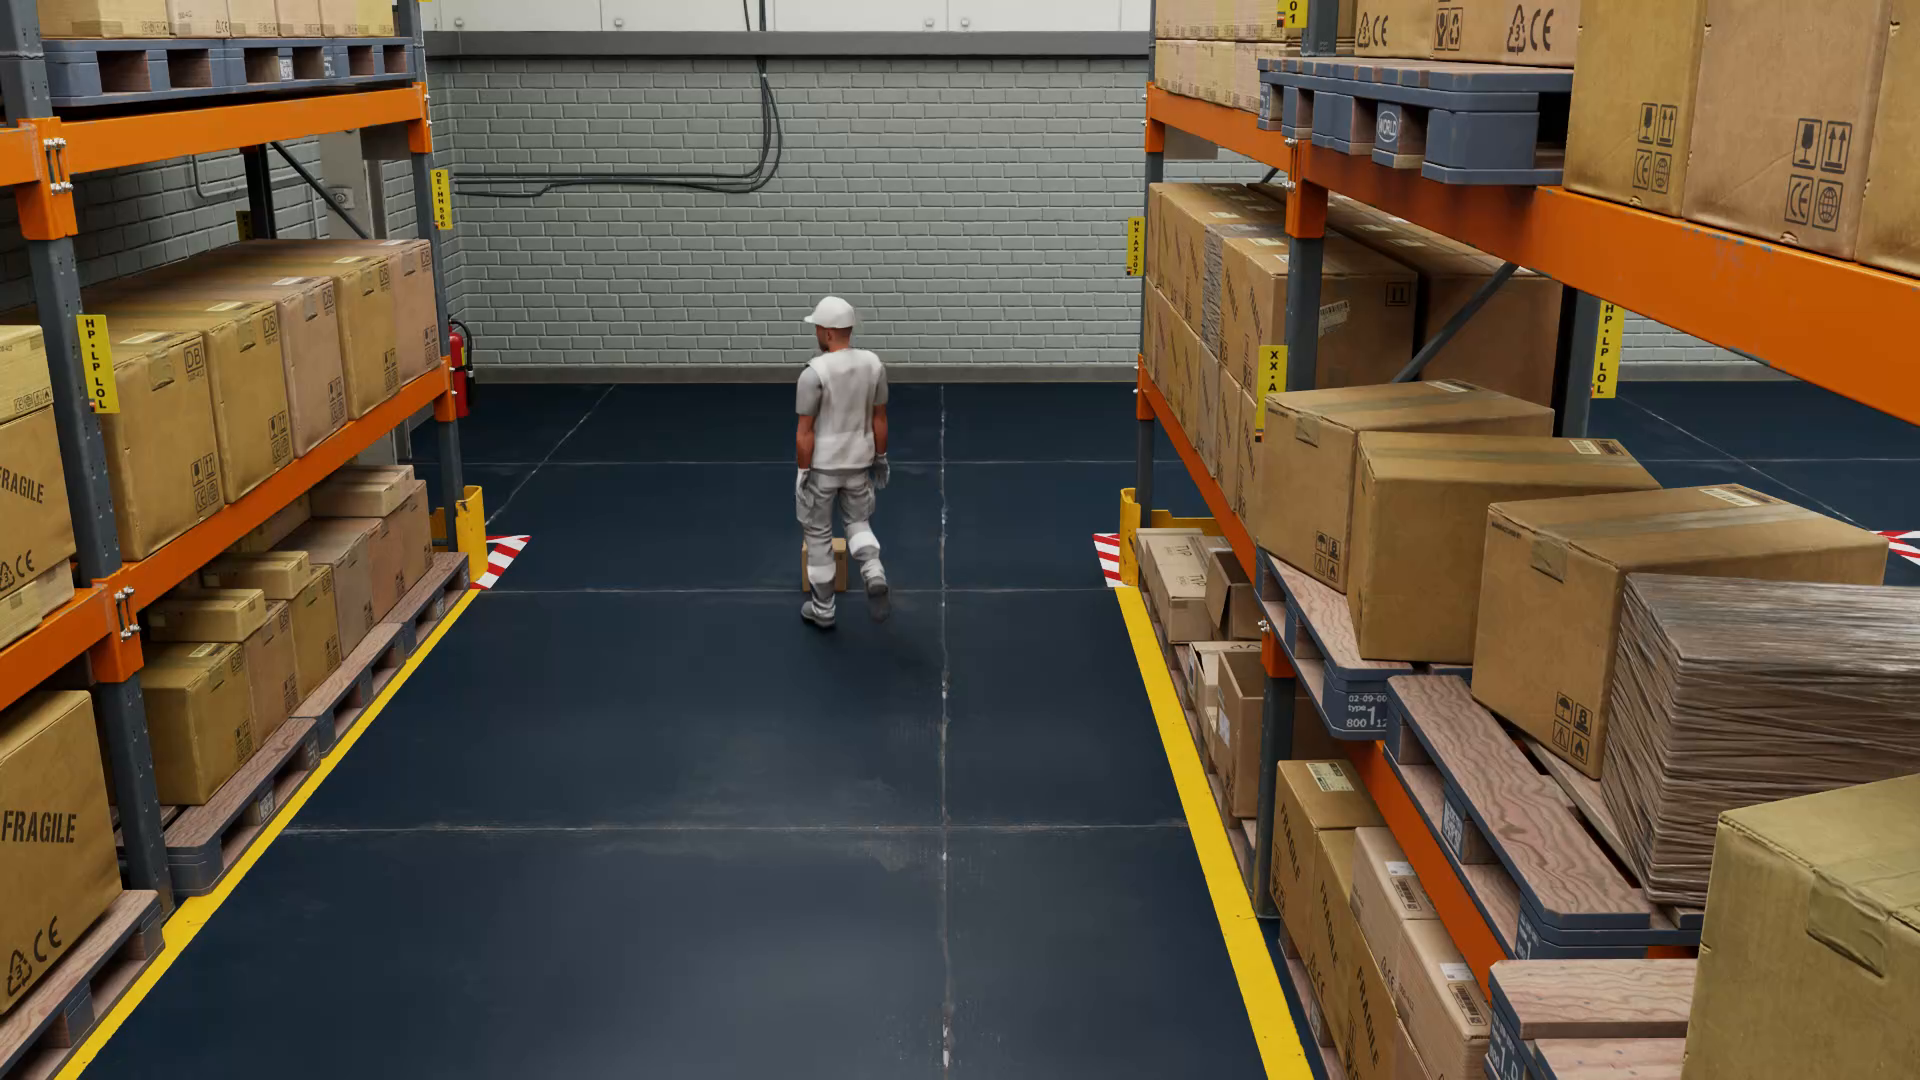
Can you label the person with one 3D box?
[{"bbox_3d":[-0.617,-0.386,8.717,0.563,1.779,0.650,-10,19,-29],"label":"person"}]
